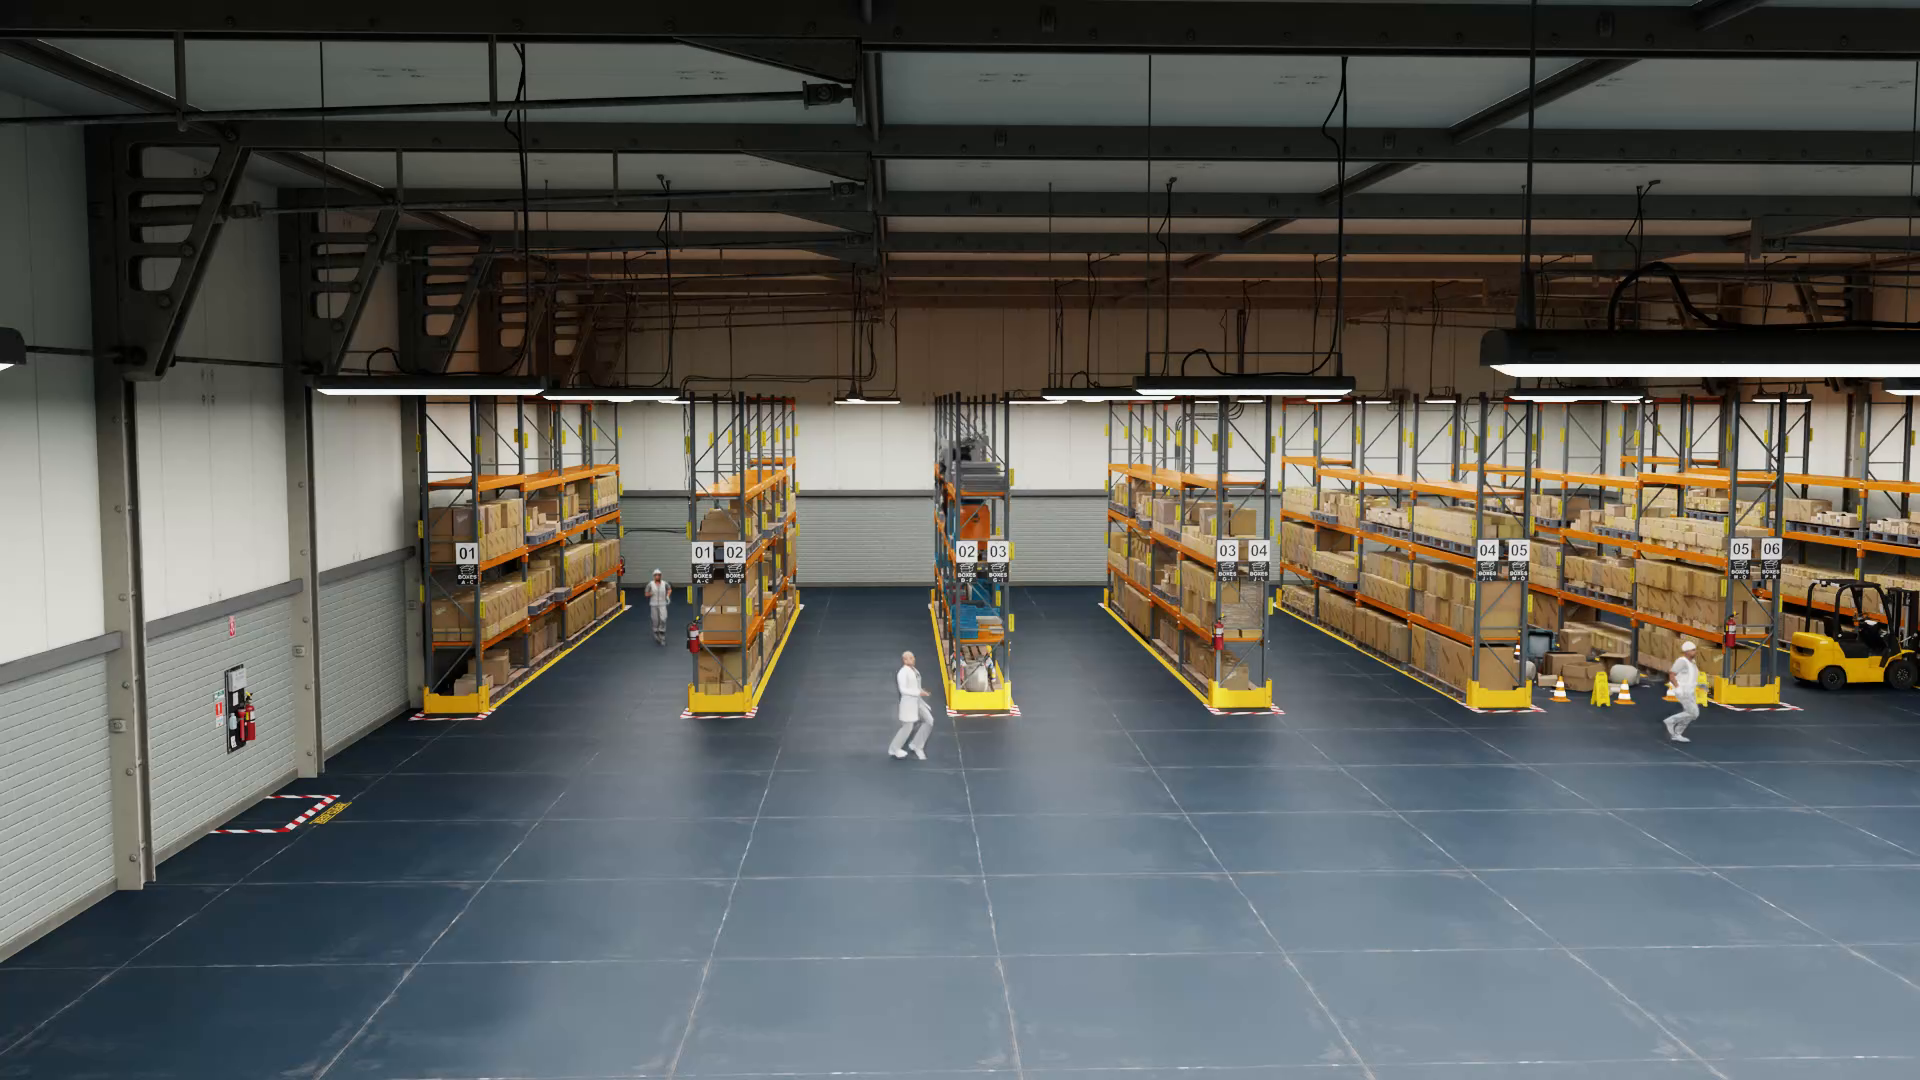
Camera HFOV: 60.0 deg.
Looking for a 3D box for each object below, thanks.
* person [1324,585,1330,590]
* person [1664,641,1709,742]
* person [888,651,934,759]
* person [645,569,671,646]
[{"bbox_3d":[11.044,0.982,49.075,0.755,1.722,0.550,0,5,0],"label":"person"},{"bbox_3d":[12.390,2.592,28.356,0.634,1.731,0.683,4,6,41],"label":"person"},{"bbox_3d":[-0.793,2.697,27.048,0.789,1.796,0.718,2,5,26],"label":"person"},{"bbox_3d":[-7.262,1.625,40.009,0.637,1.839,0.753,-1,5,-11],"label":"person"}]
